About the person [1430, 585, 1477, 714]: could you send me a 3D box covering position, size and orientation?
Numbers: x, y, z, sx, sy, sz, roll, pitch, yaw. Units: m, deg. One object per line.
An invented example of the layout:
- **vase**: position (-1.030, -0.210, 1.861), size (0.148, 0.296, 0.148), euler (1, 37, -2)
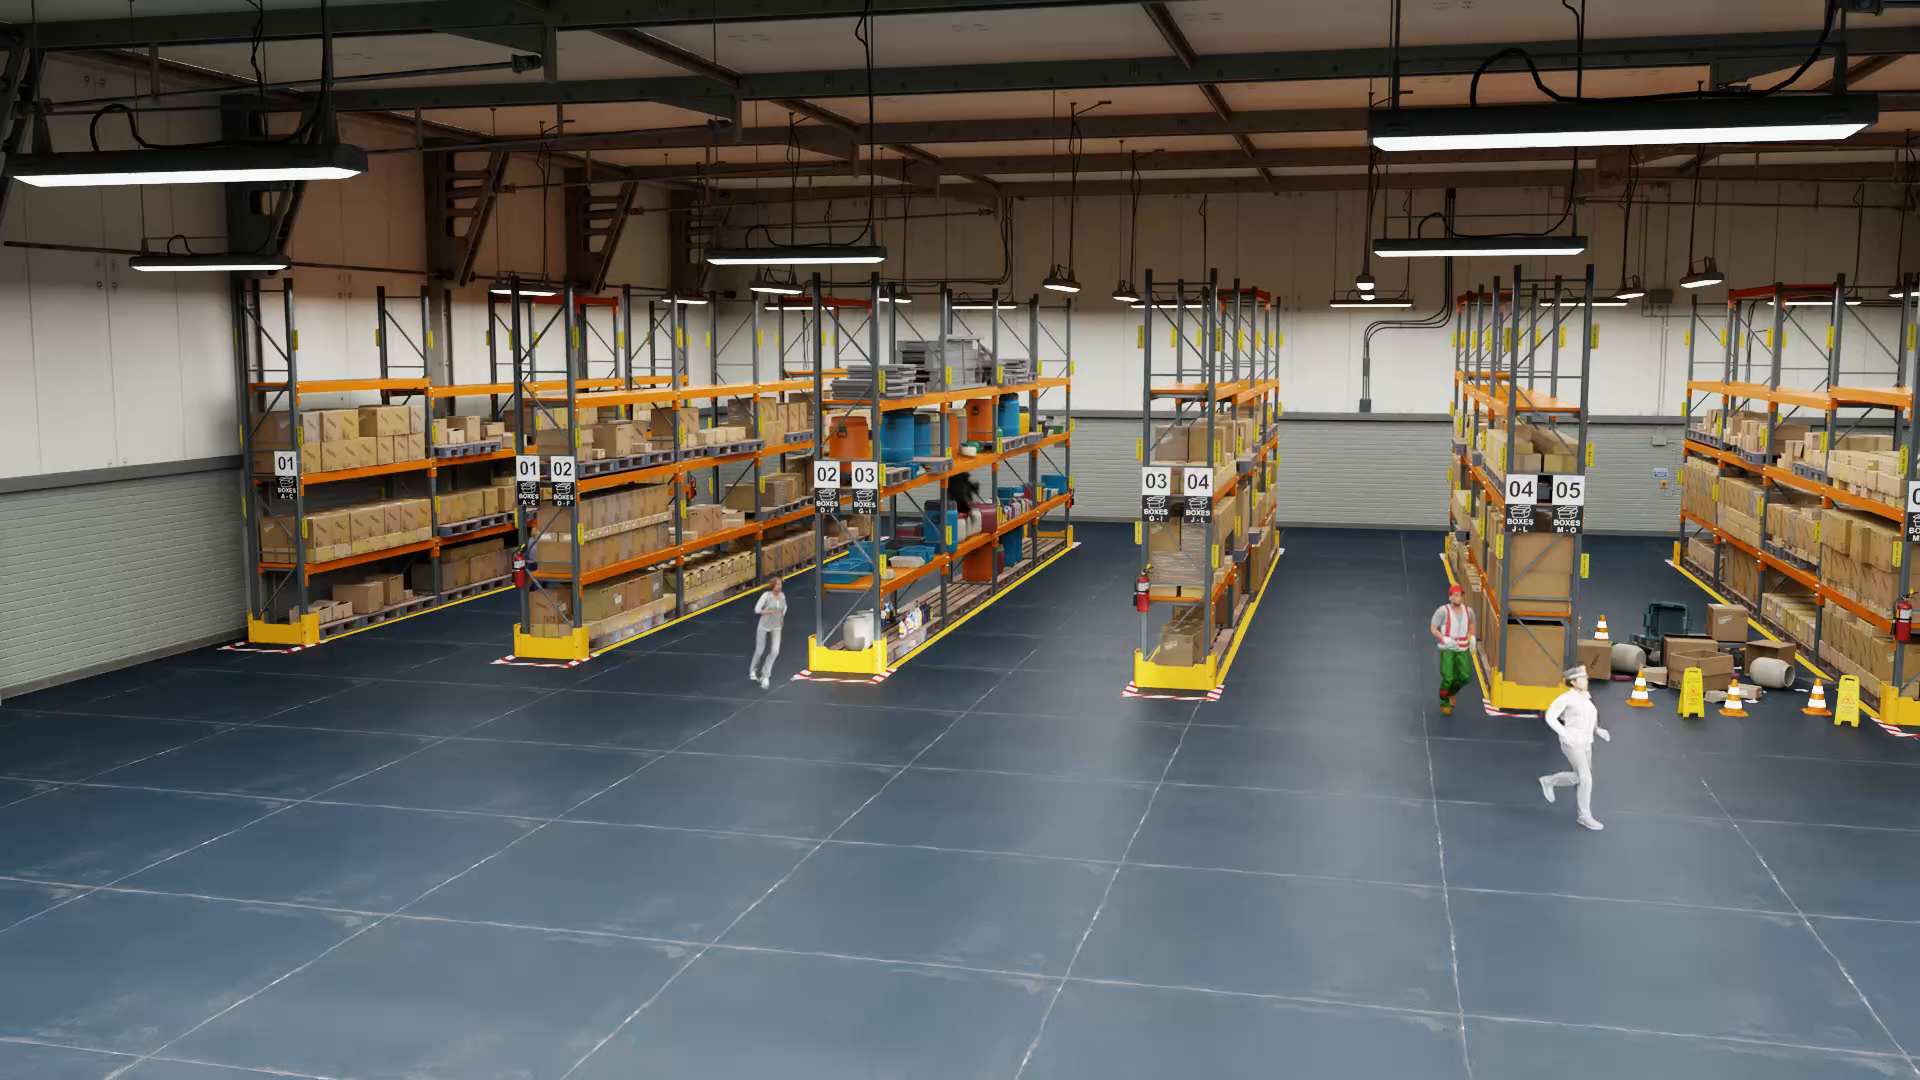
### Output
- **person**: position (6.654, 1.474, 22.298), size (0.701, 1.753, 0.609), euler (-1, 7, -7)

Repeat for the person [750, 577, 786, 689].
- **person**: position (-2.751, 1.330, 24.248), size (0.561, 1.593, 0.676), euler (-3, 7, -23)

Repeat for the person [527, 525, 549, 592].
- **person**: position (-7.713, 0.562, 30.465), size (0.619, 1.690, 0.784), euler (2, 7, 15)

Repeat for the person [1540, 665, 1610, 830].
- **person**: position (6.369, 2.120, 17.314), size (0.618, 1.687, 0.781), euler (-5, 9, -37)
